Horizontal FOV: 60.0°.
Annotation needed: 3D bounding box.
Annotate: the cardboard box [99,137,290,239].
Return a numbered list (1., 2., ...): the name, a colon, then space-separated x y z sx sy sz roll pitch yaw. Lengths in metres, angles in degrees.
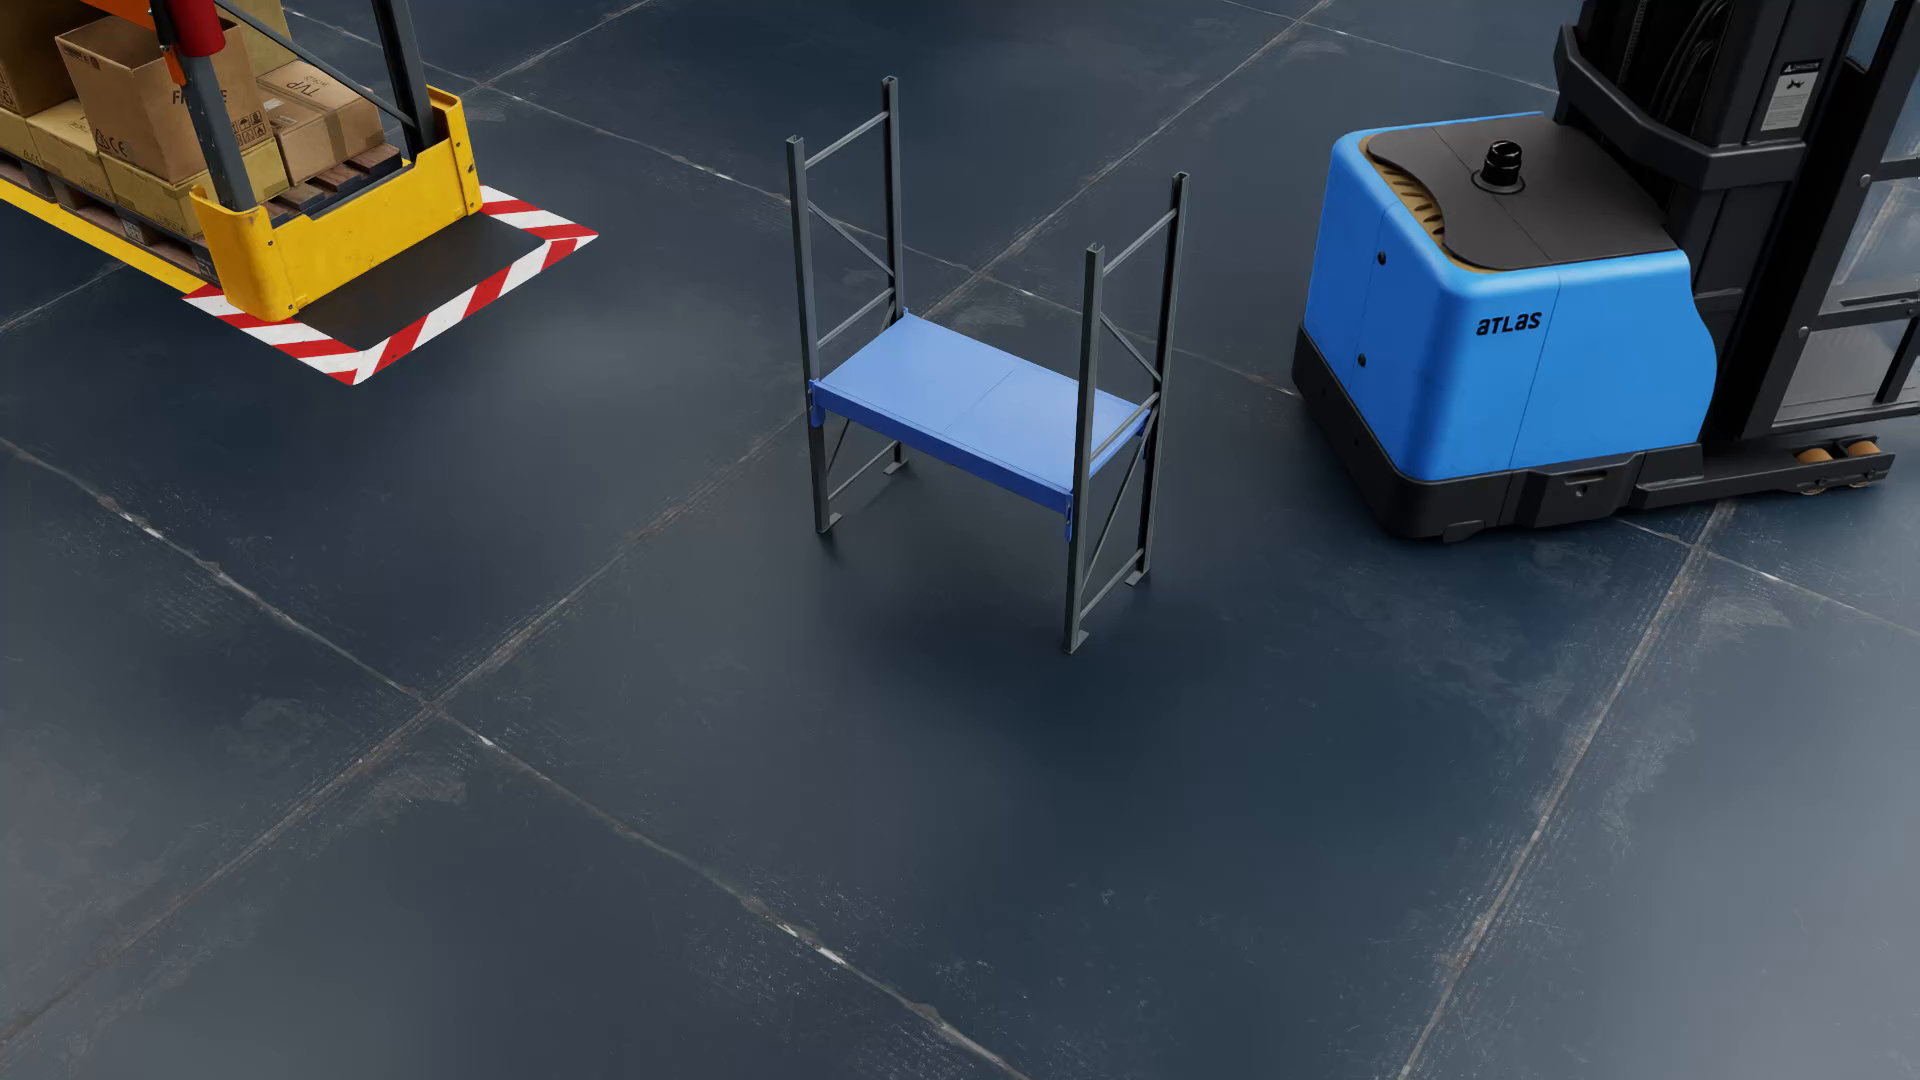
1. cardboard box: -3.206 -1.551 6.981 0.500 0.250 0.500 25 48 25

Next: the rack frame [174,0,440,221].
1. rack frame: -2.598 -2.375 6.155 0.127 3.000 1.000 25 48 25

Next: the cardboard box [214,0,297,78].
1. cardboard box: -3.319 -2.304 7.260 0.500 0.500 0.500 25 48 25

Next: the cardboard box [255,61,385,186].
1. cardboard box: -2.909 -1.834 7.297 0.500 0.250 0.500 25 48 25

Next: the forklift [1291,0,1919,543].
1. forklift: 2.834 -1.590 5.329 3.031 2.935 1.130 -8 42 -9

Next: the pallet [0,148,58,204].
1. pallet: -4.242 -2.074 7.909 1.213 0.211 1.003 25 48 25

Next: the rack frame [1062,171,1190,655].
1. rack frame: 0.486 -0.332 4.996 0.032 1.500 0.500 25 48 25

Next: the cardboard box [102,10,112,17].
1. cardboard box: -3.736 -2.488 7.466 0.500 0.500 0.500 25 48 25

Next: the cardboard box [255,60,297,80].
1. cardboard box: -3.320 -2.023 7.509 0.500 0.250 0.500 25 48 25

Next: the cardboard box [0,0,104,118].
1. cardboard box: -4.035 -2.204 7.149 0.500 0.500 0.500 25 48 25

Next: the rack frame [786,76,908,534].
1. rack frame: -0.346 -0.721 5.431 0.032 1.500 0.500 25 48 25

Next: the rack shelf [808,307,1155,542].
1. rack shelf: 0.070 -0.392 5.333 1.000 0.185 0.538 25 48 25

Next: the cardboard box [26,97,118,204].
1. cardboard box: -3.623 -1.736 7.188 0.500 0.250 0.500 25 48 25

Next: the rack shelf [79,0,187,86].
1. rack shelf: -4.235 -2.873 7.251 4.000 0.370 1.077 25 48 25

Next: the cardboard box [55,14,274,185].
1. cardboard box: -3.208 -1.830 6.730 0.500 0.500 0.500 25 48 25

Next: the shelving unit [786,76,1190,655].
1. shelving unit: 0.070 -0.526 5.213 1.048 1.500 0.538 25 48 25

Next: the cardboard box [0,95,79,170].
1. cardboard box: -4.033 -1.927 7.401 0.500 0.250 0.500 25 48 25

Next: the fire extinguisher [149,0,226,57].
1. fire extinguisher: -2.768 -2.048 5.847 0.183 0.674 0.296 25 48 25

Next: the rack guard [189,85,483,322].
1. rack guard: -2.578 -1.435 6.979 0.348 0.500 1.175 25 48 25

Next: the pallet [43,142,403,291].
1. pallet: -3.248 -1.606 7.387 1.213 0.211 1.003 25 48 25
